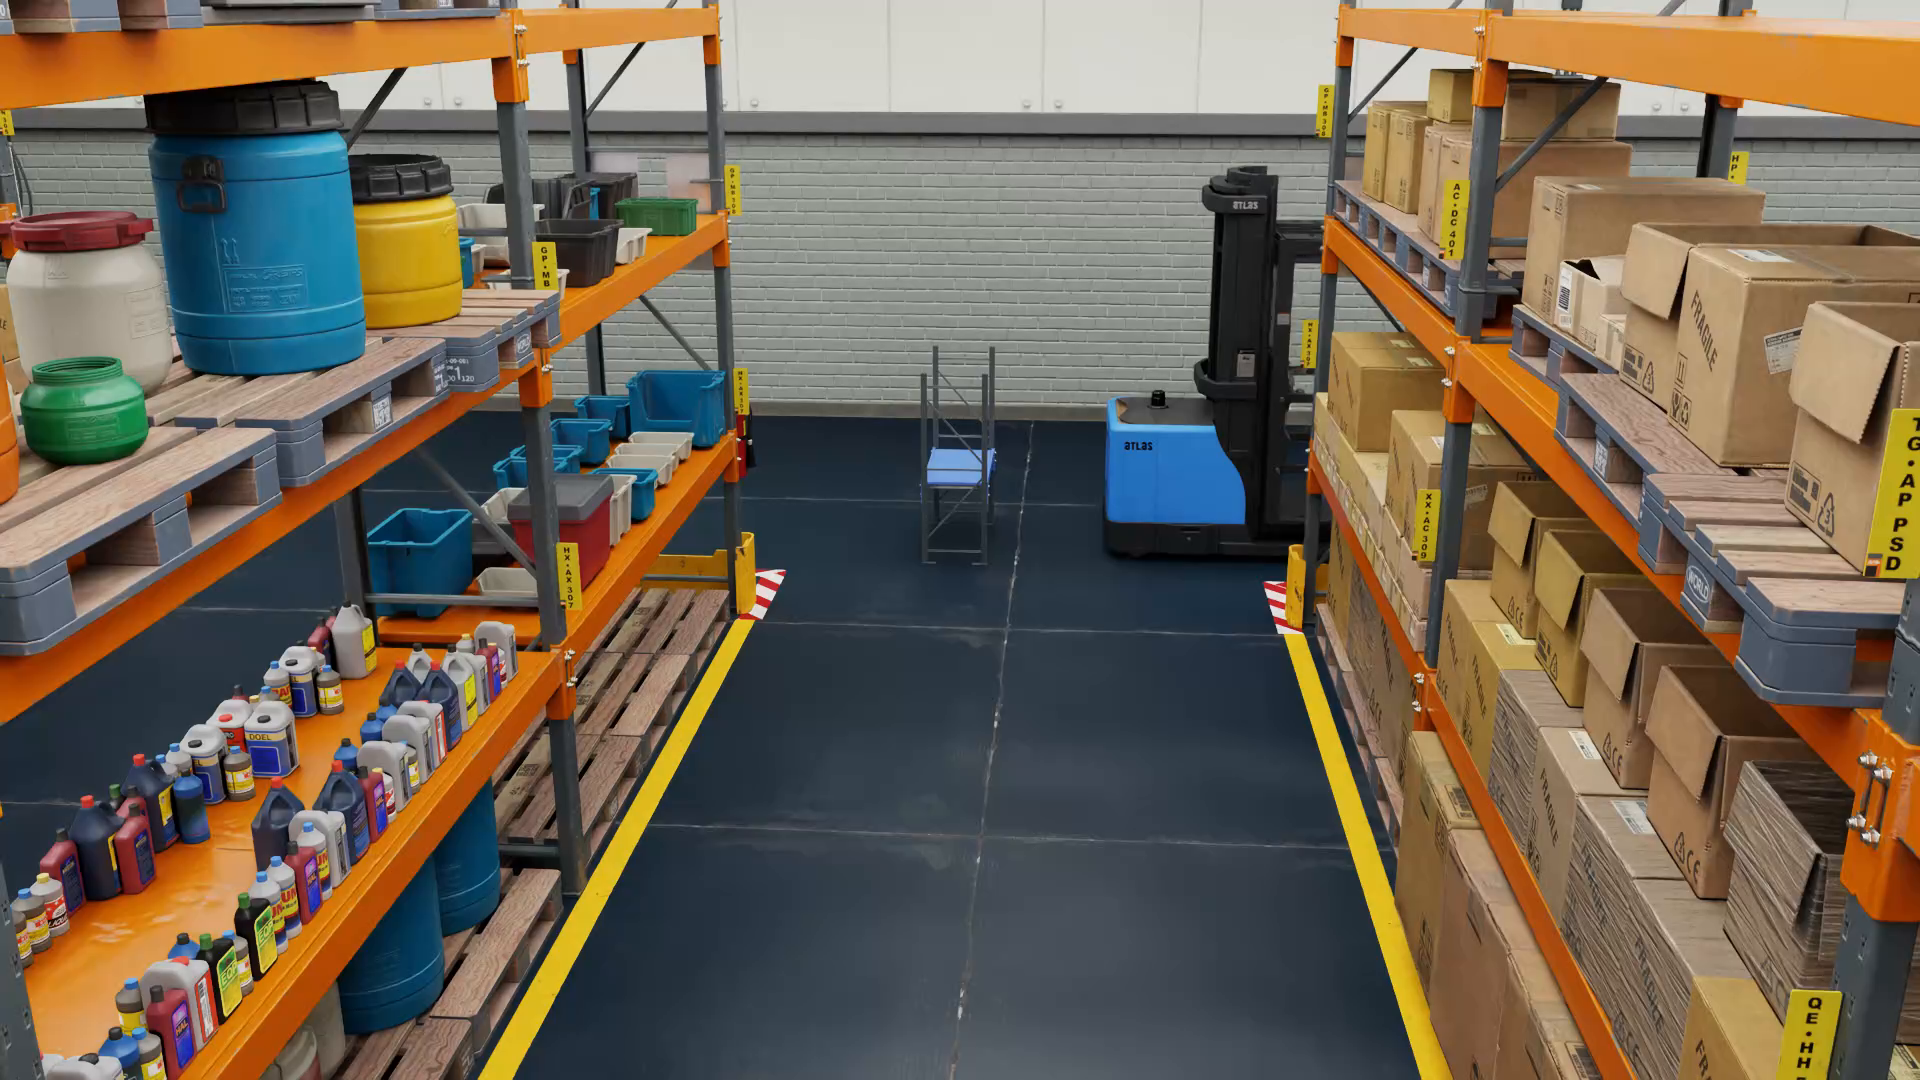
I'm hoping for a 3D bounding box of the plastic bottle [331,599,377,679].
[{"bbox_3d":[-2.697,0.425,7.387,0.144,0.351,0.185,1,18,4],"label":"plastic bottle"}]

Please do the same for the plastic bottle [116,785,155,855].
[{"bbox_3d":[-2.863,0.997,5.750,0.061,0.283,0.133,1,18,4],"label":"plastic bottle"}]

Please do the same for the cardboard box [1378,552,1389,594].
[{"bbox_3d":[2.345,0.175,8.474,0.380,0.149,0.250,2,18,5],"label":"cardboard box"}]

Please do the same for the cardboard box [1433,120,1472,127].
[{"bbox_3d":[2.813,-1.893,8.570,0.700,0.500,0.500,2,18,6],"label":"cardboard box"}]

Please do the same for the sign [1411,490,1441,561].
[{"bbox_3d":[2.041,-0.063,7.281,0.100,0.325,0.005,1,18,4],"label":"sign"}]

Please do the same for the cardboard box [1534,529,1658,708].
[{"bbox_3d":[2.497,0.285,5.965,0.797,0.503,0.637,1,18,5],"label":"cardboard box"}]

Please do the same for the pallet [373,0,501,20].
[{"bbox_3d":[-2.374,-2.026,6.101,1.003,0.211,1.213,1,18,4],"label":"pallet"}]

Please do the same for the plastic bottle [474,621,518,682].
[{"bbox_3d":[-2.051,0.476,7.353,0.152,0.276,0.135,1,18,4],"label":"plastic bottle"}]

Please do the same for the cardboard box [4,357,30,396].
[{"bbox_3d":[-6.759,-0.969,11.403,0.500,0.500,0.500,2,18,6],"label":"cardboard box"}]

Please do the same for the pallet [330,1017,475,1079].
[{"bbox_3d":[-2.527,2.231,6.276,1.003,0.211,1.213,1,18,4],"label":"pallet"}]

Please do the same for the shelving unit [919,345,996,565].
[{"bbox_3d":[-0.006,-0.686,13.109,0.538,1.500,1.048,1,18,4],"label":"shelving unit"}]

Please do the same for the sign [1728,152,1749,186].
[{"bbox_3d":[3.137,-1.414,6.768,0.100,0.325,0.005,1,18,4],"label":"sign"}]

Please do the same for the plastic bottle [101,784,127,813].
[{"bbox_3d":[-2.924,0.996,5.754,0.061,0.283,0.133,1,18,4],"label":"plastic bottle"}]

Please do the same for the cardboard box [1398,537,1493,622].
[{"bbox_3d":[2.365,0.185,7.806,0.500,0.250,0.500,1,18,3],"label":"cardboard box"}]

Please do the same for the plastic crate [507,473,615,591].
[{"bbox_3d":[-2.031,-0.044,8.539,0.402,0.464,0.583,1,18,4],"label":"plastic crate"}]

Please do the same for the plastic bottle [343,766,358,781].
[{"bbox_3d":[-2.191,0.939,5.948,0.097,0.271,0.097,0,18,0],"label":"plastic bottle"}]

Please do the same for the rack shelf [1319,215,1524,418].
[{"bbox_3d":[2.739,-1.307,8.933,1.077,0.370,4.000,1,18,4],"label":"rack shelf"}]

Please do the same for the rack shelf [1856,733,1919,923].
[{"bbox_3d":[2.165,1.178,1.350,1.077,0.370,4.000,1,18,4],"label":"rack shelf"}]

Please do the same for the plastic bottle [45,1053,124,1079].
[{"bbox_3d":[-2.278,1.461,4.346,0.152,0.276,0.135,1,18,4],"label":"plastic bottle"}]

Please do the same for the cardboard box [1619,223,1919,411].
[{"bbox_3d":[2.434,-0.669,4.990,0.797,0.503,0.637,1,18,3],"label":"cardboard box"}]

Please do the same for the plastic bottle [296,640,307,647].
[{"bbox_3d":[-2.804,0.561,7.102,0.097,0.271,0.097,0,18,0],"label":"plastic bottle"}]

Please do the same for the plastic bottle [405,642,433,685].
[{"bbox_3d":[-2.228,0.600,6.853,0.144,0.351,0.185,1,18,4],"label":"plastic bottle"}]

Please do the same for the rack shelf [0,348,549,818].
[{"bbox_3d":[-2.488,-0.175,5.479,1.077,0.370,4.000,1,18,4],"label":"rack shelf"}]

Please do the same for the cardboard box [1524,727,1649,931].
[{"bbox_3d":[2.210,0.960,5.517,0.500,0.500,0.500,2,18,5],"label":"cardboard box"}]

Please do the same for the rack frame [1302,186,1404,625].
[{"bbox_3d":[2.882,-0.845,11.183,1.000,3.000,0.127,1,18,4],"label":"rack frame"}]

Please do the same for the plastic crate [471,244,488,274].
[{"bbox_3d":[-2.634,-1.417,8.535,0.293,0.136,0.466,1,18,4],"label":"plastic crate"}]

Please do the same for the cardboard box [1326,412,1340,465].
[{"bbox_3d":[2.547,-0.610,10.231,0.500,0.250,0.500,1,18,3],"label":"cardboard box"}]

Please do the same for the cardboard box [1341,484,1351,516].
[{"bbox_3d":[2.438,-0.223,9.690,0.380,0.149,0.250,1,18,3],"label":"cardboard box"}]

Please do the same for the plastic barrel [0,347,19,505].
[{"bbox_3d":[-2.588,-0.476,3.877,0.600,0.830,0.708,1,18,4],"label":"plastic barrel"}]

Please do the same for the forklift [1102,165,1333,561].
[{"bbox_3d":[2.671,-1.370,12.898,3.031,2.935,1.130,1,18,3],"label":"forklift"}]

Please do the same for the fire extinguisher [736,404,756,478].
[{"bbox_3d":[-1.594,-0.778,11.703,0.296,0.674,0.183,1,18,4],"label":"fire extinguisher"}]

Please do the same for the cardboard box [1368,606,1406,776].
[{"bbox_3d":[2.787,0.725,9.131,0.875,0.875,0.875,1,18,4],"label":"cardboard box"}]

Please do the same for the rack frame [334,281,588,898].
[{"bbox_3d":[-2.345,0.287,7.730,1.000,3.000,0.127,1,18,4],"label":"rack frame"}]

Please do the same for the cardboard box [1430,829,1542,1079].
[{"bbox_3d":[2.506,1.685,6.203,1.225,0.875,0.875,1,18,2],"label":"cardboard box"}]

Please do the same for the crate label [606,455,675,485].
[{"bbox_3d":[-1.967,-0.424,10.228,0.396,0.136,0.243,1,18,4],"label":"crate label"}]

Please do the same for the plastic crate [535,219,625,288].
[{"bbox_3d":[-1.983,-1.456,8.442,0.497,0.269,0.590,1,18,4],"label":"plastic crate"}]

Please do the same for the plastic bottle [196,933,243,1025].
[{"bbox_3d":[-2.190,1.273,4.907,0.061,0.283,0.133,1,18,4],"label":"plastic bottle"}]

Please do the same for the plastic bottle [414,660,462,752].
[{"bbox_3d":[-2.098,0.661,6.668,0.144,0.351,0.185,1,18,4],"label":"plastic bottle"}]

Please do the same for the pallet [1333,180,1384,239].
[{"bbox_3d":[2.839,-1.997,10.026,1.003,0.211,1.213,1,18,4],"label":"pallet"}]

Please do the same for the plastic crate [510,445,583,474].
[{"bbox_3d":[-2.499,-0.426,10.078,0.416,0.233,0.300,1,18,4],"label":"plastic crate"}]

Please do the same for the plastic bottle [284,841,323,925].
[{"bbox_3d":[-2.150,1.100,5.437,0.061,0.283,0.133,1,18,4],"label":"plastic bottle"}]

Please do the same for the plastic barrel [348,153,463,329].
[{"bbox_3d":[-2.208,-1.139,6.289,0.600,0.588,0.600,0,18,0],"label":"plastic barrel"}]

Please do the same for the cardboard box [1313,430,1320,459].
[{"bbox_3d":[2.527,-0.622,10.909,0.380,0.149,0.250,1,18,5],"label":"cardboard box"}]

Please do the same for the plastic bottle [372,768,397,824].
[{"bbox_3d":[-2.121,0.932,6.081,0.097,0.201,0.097,0,18,0],"label":"plastic bottle"}]

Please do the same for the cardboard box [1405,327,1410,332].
[{"bbox_3d":[3.109,-1.114,10.564,0.500,0.500,0.500,2,18,5],"label":"cardboard box"}]

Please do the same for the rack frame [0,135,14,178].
[{"bbox_3d":[-6.999,-3.918,10.928,1.000,3.000,0.127,1,18,4],"label":"rack frame"}]

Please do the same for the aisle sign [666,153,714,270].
[{"bbox_3d":[-1.761,-2.206,11.164,0.394,0.787,0.004,1,18,4],"label":"aisle sign"}]

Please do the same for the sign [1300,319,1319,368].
[{"bbox_3d":[2.329,-1.308,11.080,0.100,0.325,0.005,1,18,4],"label":"sign"}]
